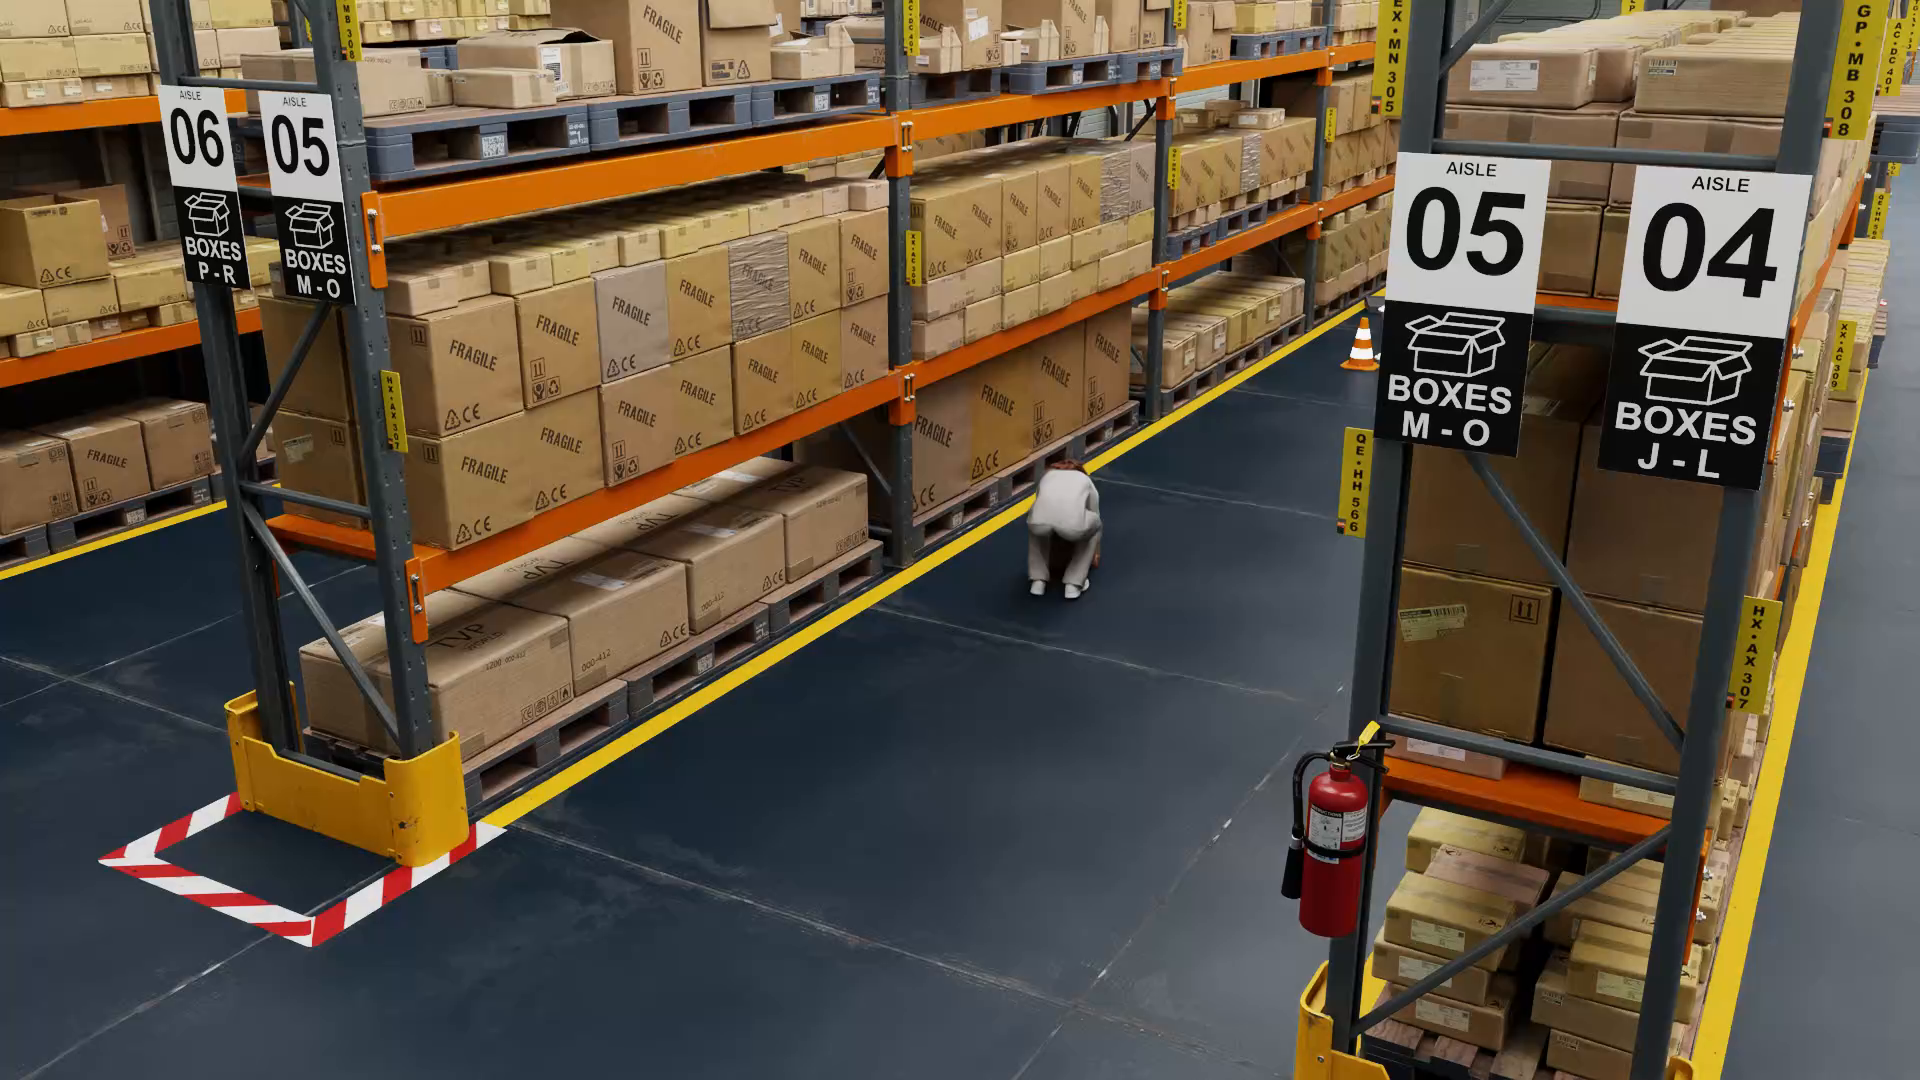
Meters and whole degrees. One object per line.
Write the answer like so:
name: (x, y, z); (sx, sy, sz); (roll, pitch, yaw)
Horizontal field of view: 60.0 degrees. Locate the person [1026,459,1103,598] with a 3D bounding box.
person: (0.641, -0.088, 10.241); (0.457, 0.757, 0.876); (5, 20, 14)
